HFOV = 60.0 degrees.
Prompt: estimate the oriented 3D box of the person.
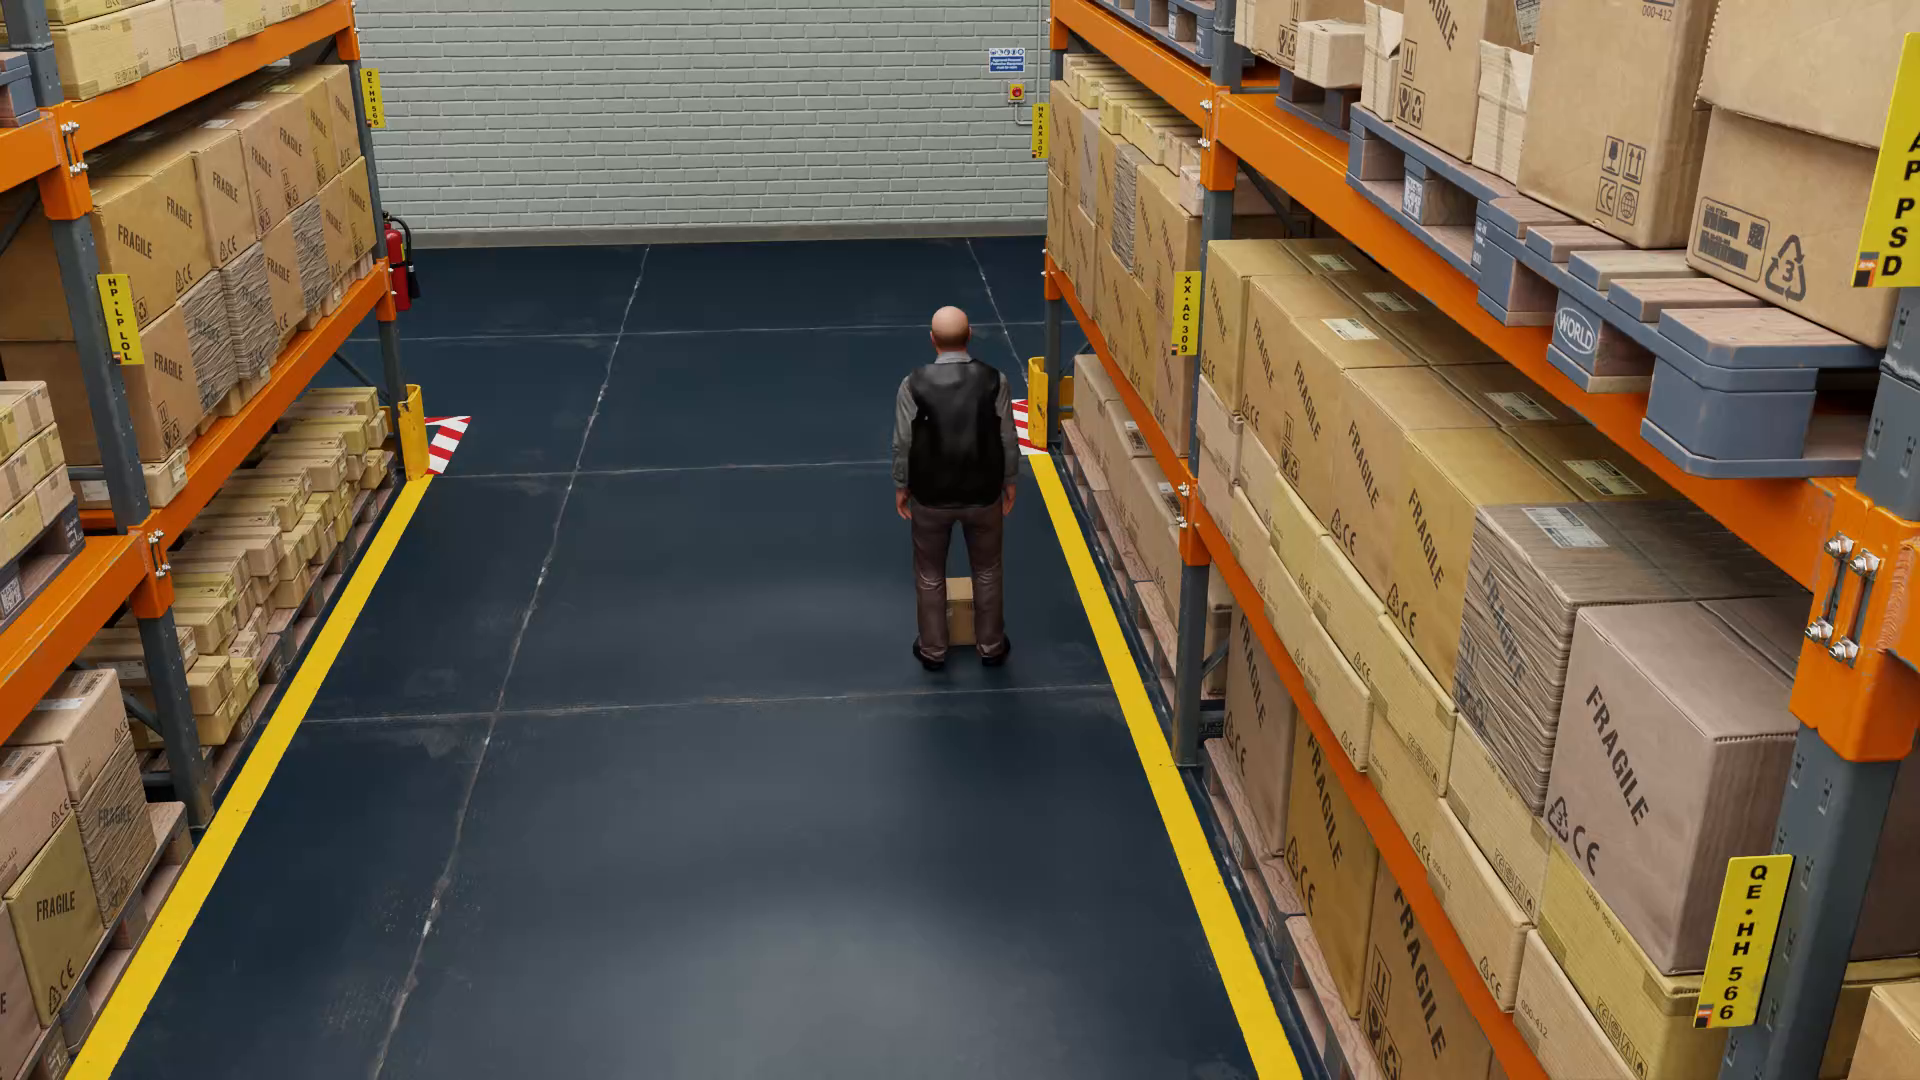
[{"bbox_3d":[-0.018,-0.208,7.608,0.578,1.720,0.419,-2,24,-5],"label":"person"}]
